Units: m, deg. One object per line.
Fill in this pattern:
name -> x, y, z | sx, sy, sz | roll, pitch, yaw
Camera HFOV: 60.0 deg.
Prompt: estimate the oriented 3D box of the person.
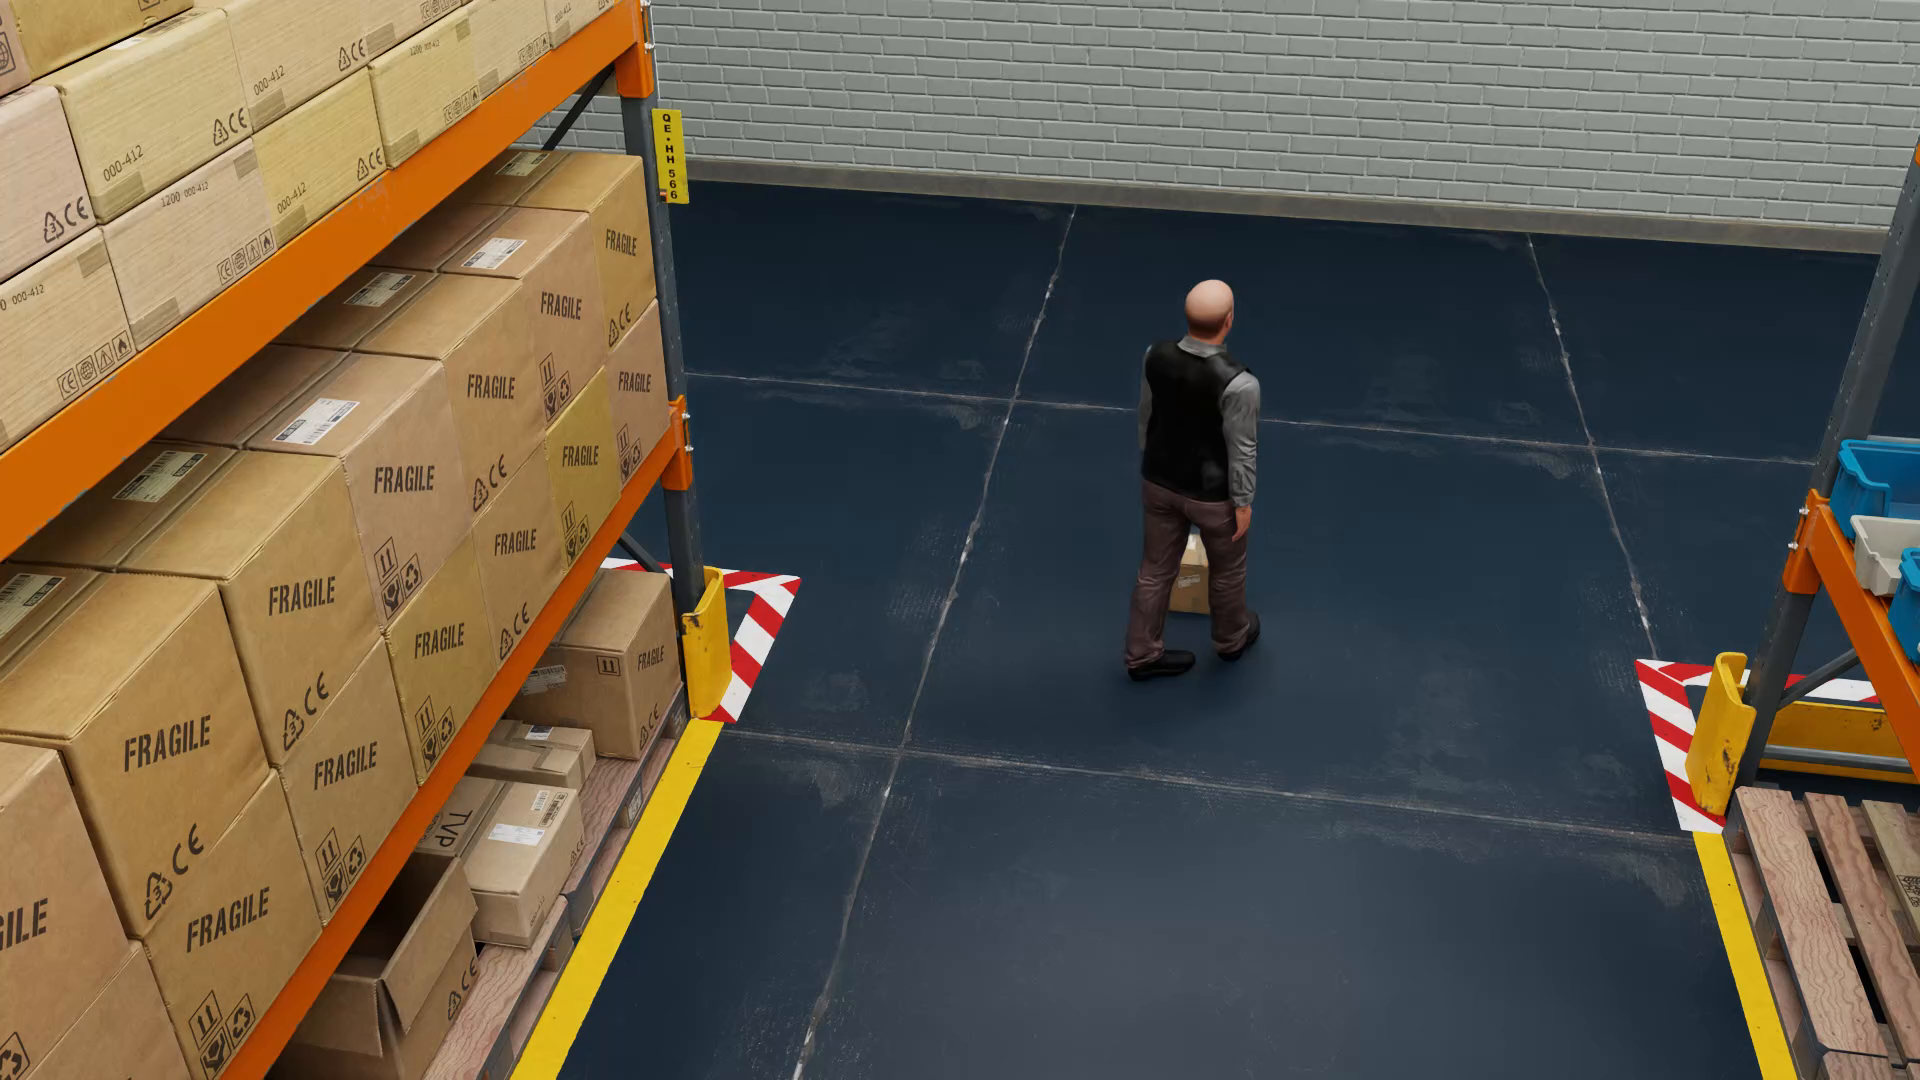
person -> 0.975, -0.247, 6.548 | 0.538, 1.716, 0.670 | 23, 39, 32
